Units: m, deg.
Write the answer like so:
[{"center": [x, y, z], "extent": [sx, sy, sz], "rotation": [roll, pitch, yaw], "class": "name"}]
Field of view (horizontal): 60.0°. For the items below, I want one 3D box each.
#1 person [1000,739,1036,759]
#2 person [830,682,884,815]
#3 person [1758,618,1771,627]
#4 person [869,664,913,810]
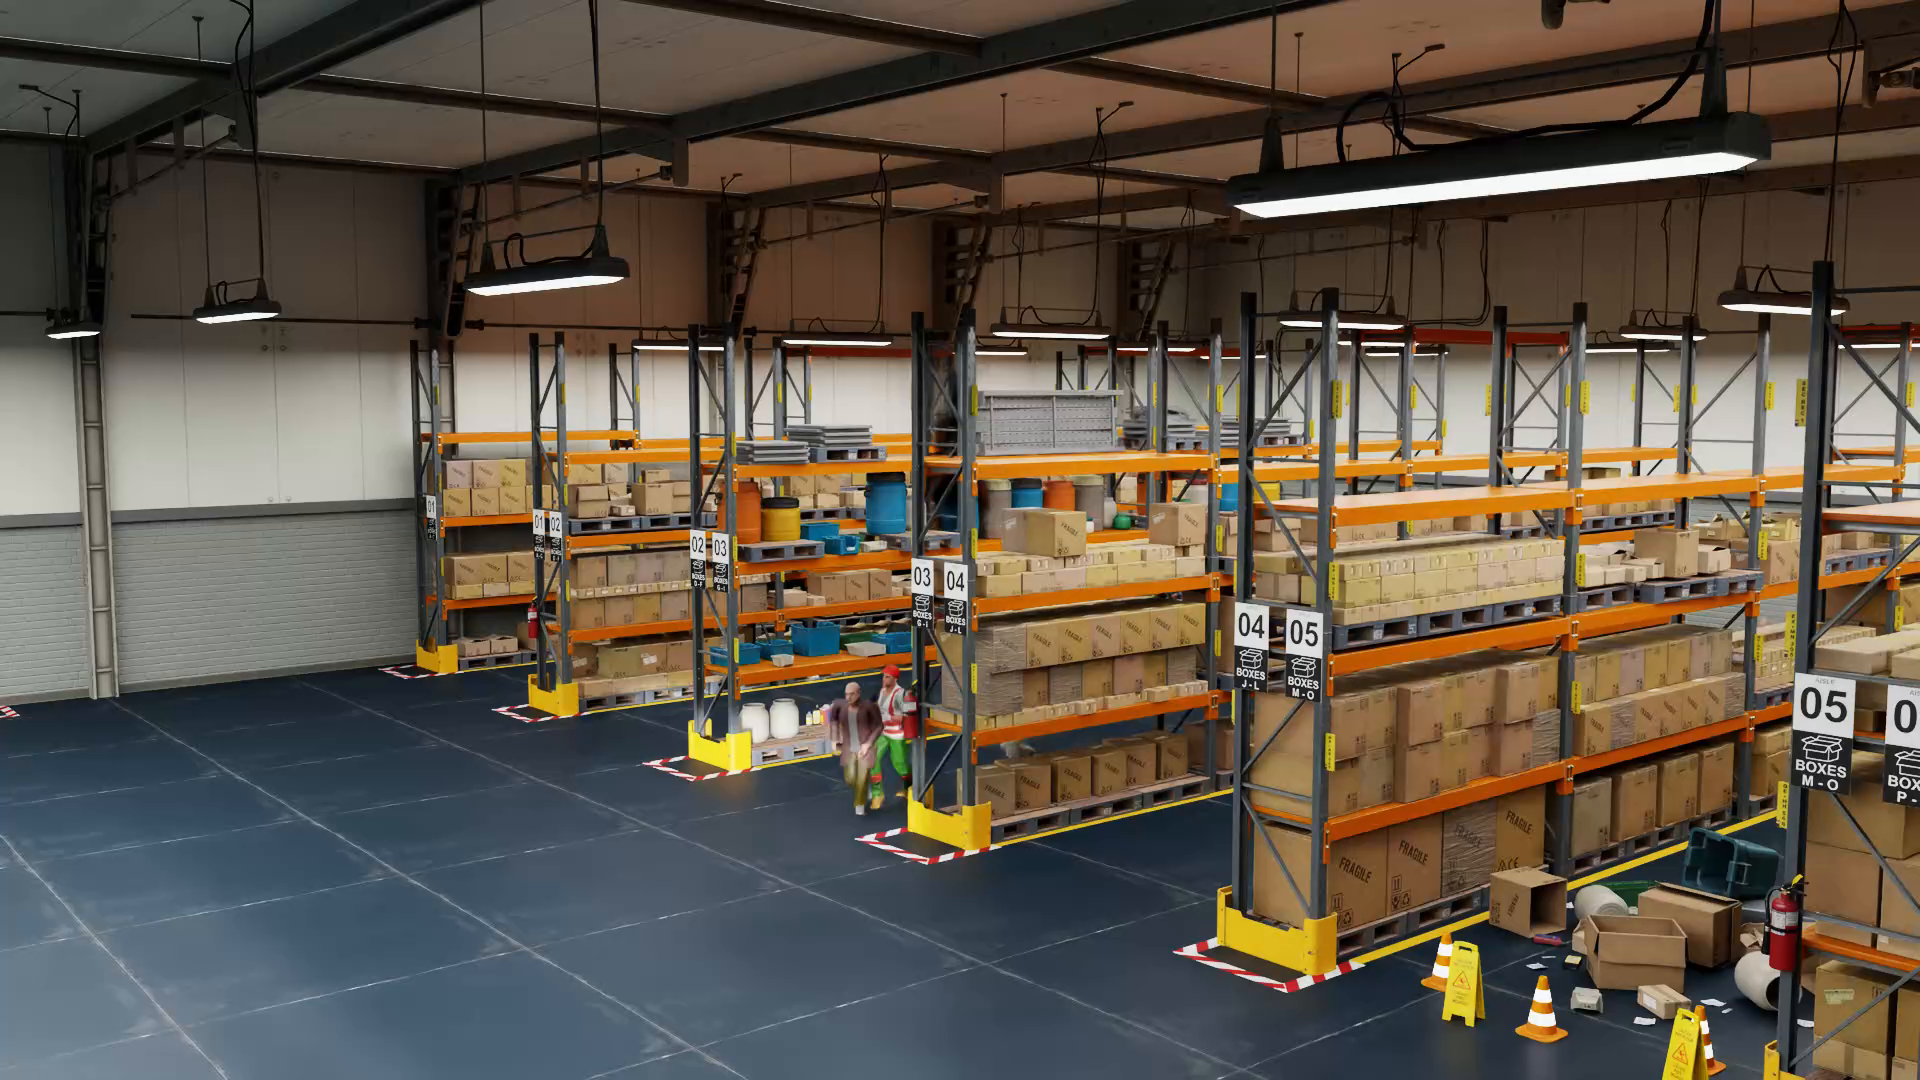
[{"center": [0.779, 2.285, 21.718], "extent": [0.782, 1.738, 0.674], "rotation": [-5, 7, -43], "class": "person"}, {"center": [-1.232, 2.491, 20.090], "extent": [0.709, 1.640, 0.782], "rotation": [2, 6, 17], "class": "person"}, {"center": [11.880, 2.023, 24.604], "extent": [0.714, 1.733, 0.690], "rotation": [-5, 7, -42], "class": "person"}, {"center": [-0.777, 2.425, 20.409], "extent": [0.654, 1.852, 0.791], "rotation": [5, 7, 44], "class": "person"}]
